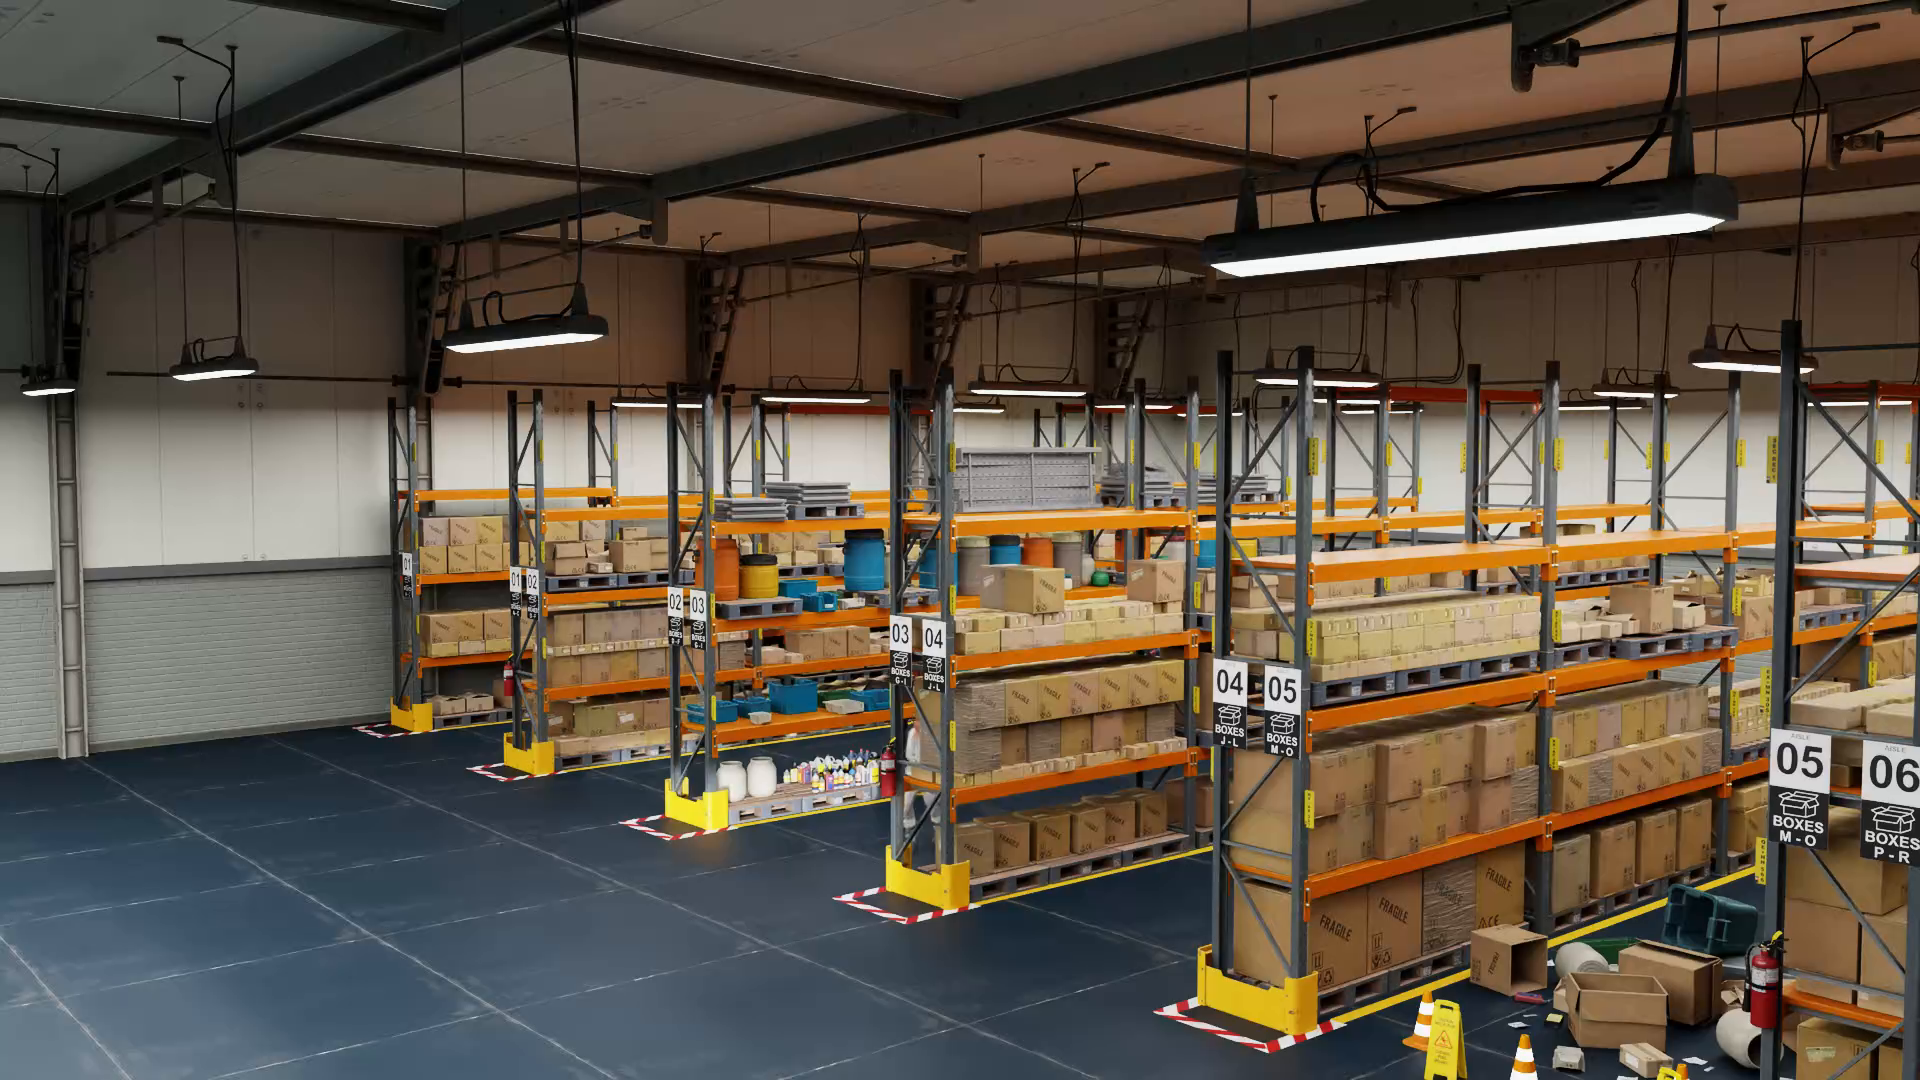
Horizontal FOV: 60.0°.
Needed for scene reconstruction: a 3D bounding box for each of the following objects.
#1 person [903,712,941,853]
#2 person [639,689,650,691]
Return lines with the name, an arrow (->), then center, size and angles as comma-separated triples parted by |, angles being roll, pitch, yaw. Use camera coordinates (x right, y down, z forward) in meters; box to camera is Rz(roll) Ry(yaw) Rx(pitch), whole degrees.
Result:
person -> -0.483, 3.037, 21.020 | 0.643, 1.843, 0.877 | 2, 4, 29
person -> -5.605, 2.593, 29.483 | 0.564, 1.752, 0.753 | 3, 4, 39
